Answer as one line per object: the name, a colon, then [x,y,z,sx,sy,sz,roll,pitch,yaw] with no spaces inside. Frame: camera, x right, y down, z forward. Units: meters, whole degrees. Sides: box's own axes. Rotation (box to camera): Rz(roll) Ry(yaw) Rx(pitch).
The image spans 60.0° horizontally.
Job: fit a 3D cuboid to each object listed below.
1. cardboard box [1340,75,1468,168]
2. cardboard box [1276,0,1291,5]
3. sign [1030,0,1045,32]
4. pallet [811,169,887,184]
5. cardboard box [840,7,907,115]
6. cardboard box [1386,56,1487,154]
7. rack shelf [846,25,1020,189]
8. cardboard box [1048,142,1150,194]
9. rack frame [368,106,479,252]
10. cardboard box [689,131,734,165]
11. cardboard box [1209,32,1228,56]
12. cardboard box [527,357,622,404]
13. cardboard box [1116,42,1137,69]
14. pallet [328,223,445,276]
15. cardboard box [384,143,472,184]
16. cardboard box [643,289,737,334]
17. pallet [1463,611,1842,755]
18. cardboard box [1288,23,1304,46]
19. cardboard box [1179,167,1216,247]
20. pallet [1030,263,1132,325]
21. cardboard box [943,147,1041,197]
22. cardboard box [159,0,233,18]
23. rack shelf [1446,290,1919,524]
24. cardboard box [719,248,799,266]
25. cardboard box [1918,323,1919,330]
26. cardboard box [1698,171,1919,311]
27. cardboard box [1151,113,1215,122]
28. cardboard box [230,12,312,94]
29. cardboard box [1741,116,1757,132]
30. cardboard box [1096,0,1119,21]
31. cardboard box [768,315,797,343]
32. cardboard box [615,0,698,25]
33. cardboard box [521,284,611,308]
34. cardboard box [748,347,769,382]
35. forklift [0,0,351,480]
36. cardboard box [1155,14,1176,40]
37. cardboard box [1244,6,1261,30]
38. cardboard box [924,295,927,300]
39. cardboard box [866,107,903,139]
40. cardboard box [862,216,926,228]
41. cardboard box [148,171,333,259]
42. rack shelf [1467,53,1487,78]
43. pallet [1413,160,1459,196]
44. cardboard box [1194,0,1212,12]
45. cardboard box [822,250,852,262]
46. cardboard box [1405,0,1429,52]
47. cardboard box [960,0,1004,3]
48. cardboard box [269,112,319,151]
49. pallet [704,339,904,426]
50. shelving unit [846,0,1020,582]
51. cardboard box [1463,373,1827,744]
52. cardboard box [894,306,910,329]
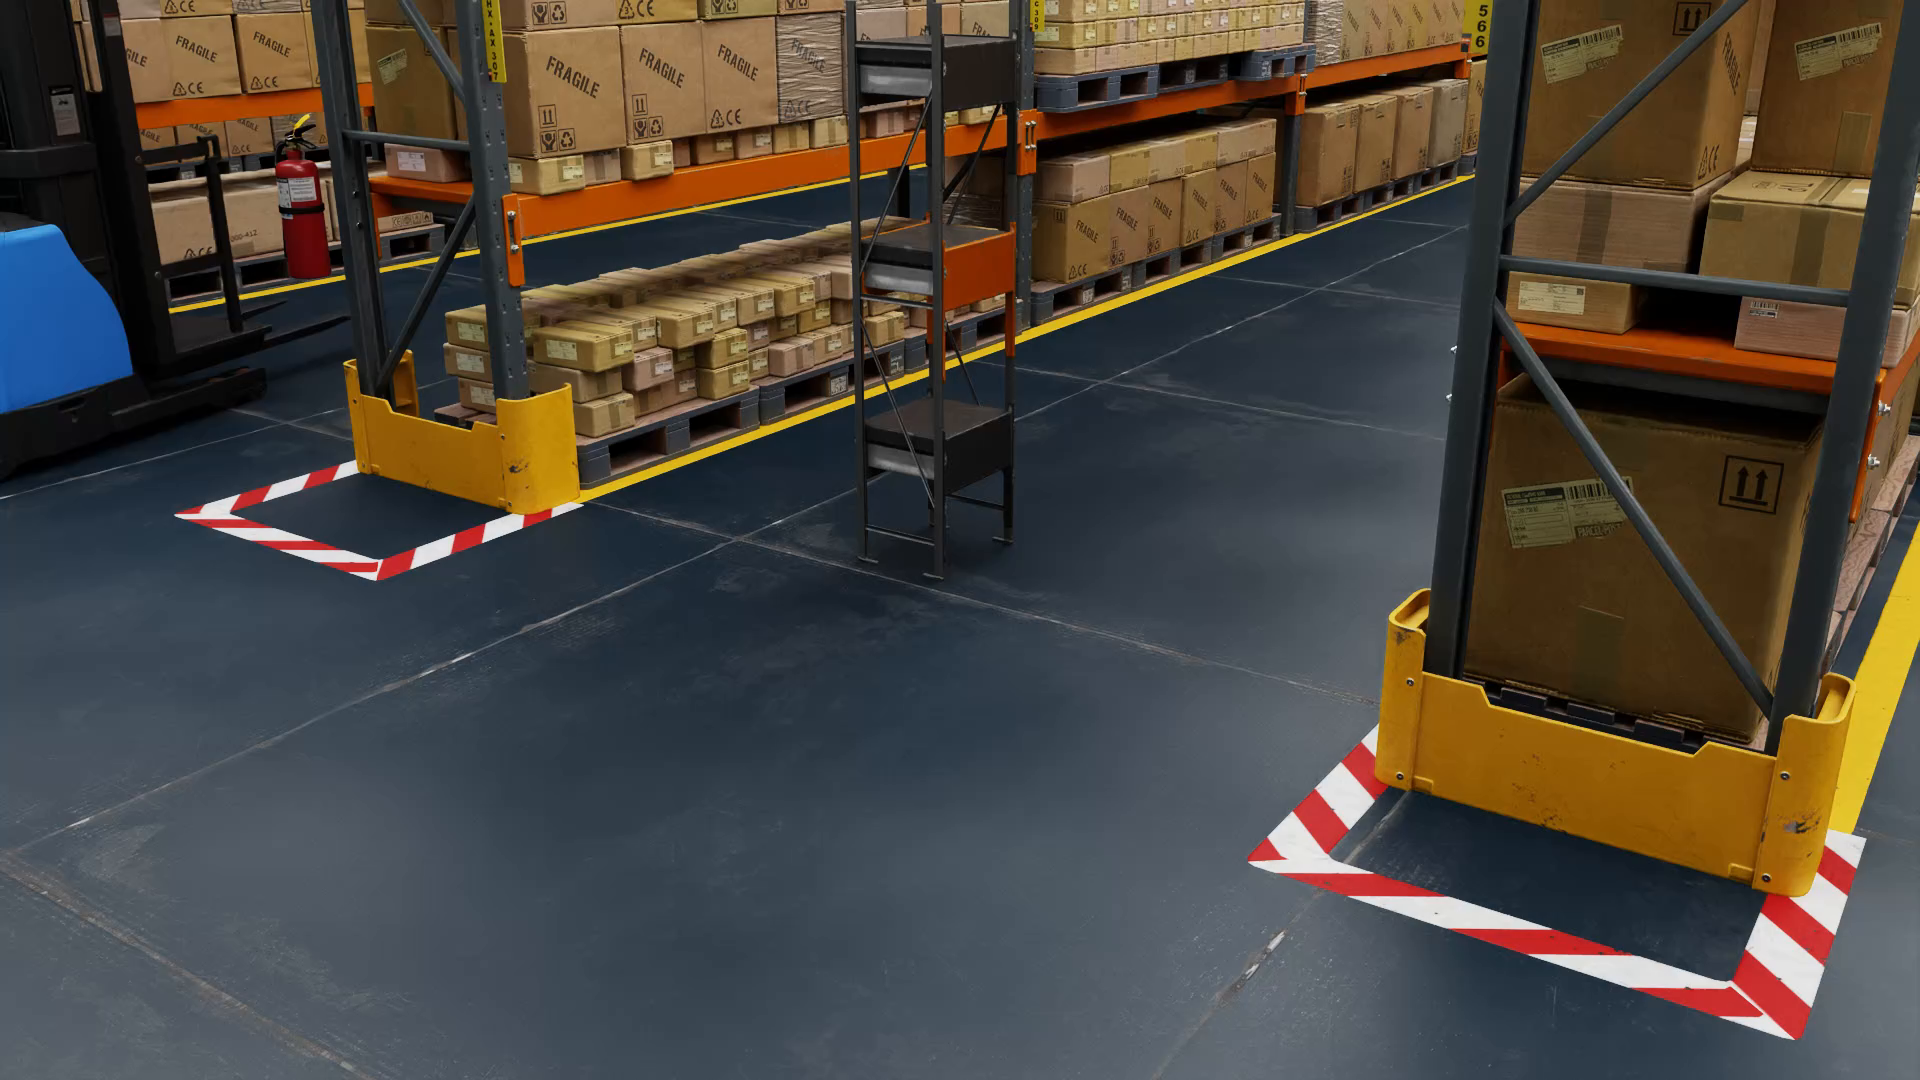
cardboard box: [4.212,-4.033,15.983,1.050,0.750,0.750,13,24,32]
cardboard box: [2.198,-3.996,12.144,0.380,0.149,0.250,13,24,31]
sign: [0.442,-3.094,9.559,0.100,0.325,0.005,13,24,32]
pallet: [-1.473,-3.792,16.712,1.003,0.211,1.213,13,24,32]
cardboard box: [-0.623,-2.493,8.609,0.500,0.500,0.500,13,24,32]
cardboard box: [4.898,-4.455,16.941,0.875,0.875,0.875,14,24,33]
rack shelf: [-0.093,-1.581,6.034,0.431,0.518,0.480,13,24,32]
cardboard box: [0.920,-2.482,11.068,0.500,0.250,0.500,14,25,33]
rack frame: [-4.162,-3.728,12.520,1.000,3.000,0.127,13,24,32]
cardboard box: [-1.297,-1.877,7.879,0.380,0.149,0.250,13,24,31]
cardboard box: [1.615,-3.421,11.445,0.380,0.149,0.250,14,25,33]
cardboard box: [-1.753,-0.744,7.528,0.380,0.149,0.250,14,25,34]
cardboard box: [0.886,-3.046,10.433,0.380,0.149,0.250,13,24,32]
pallet: [-4.654,-2.218,12.456,1.003,0.211,1.213,13,24,32]
cardboard box: [-2.310,-1.675,7.332,0.380,0.149,0.250,13,24,32]
cardboard box: [-1.310,-1.104,8.073,0.380,0.149,0.250,12,23,29]
pallet: [2.171,0.415,5.338,1.003,0.211,1.213,13,24,32]
cardboard box: [2.340,-3.788,12.438,0.380,0.149,0.250,14,24,33]
cardboard box: [1.505,-2.421,11.985,0.500,0.500,0.500,12,23,29]
pallet: [0.426,-1.708,11.078,1.003,0.211,1.213,13,24,32]
cardboard box: [0.199,-2.431,10.931,0.500,0.250,0.500,13,24,30]
cardboard box: [-5.058,-3.621,10.644,0.500,0.500,0.500,13,24,32]
rack shelf: [2.910,-0.884,5.869,1.077,0.370,4.000,13,24,32]
cardboard box: [-1.104,-1.492,9.122,0.380,0.149,0.250,12,24,30]
cardboard box: [2.545,-0.715,4.736,0.380,0.149,0.250,13,24,31]
cardboard box: [2.279,-0.802,4.397,0.500,0.250,0.500,13,24,30]
cardboard box: [1.650,-3.165,12.915,0.500,0.250,0.500,12,23,29]
cardboard box: [-4.766,-3.296,11.209,0.500,0.500,0.500,13,24,31]
cardboard box: [2.700,-1.350,5.877,0.500,0.250,0.500,13,24,32]
cardboard box: [0.743,-3.255,10.139,0.380,0.149,0.250,14,25,33]
cardboard box: [-1.065,-1.132,8.577,0.380,0.149,0.250,15,25,35]
cardboard box: [-1.509,-2.523,7.247,0.500,0.500,0.500,14,25,33]
cardboard box: [-1.942,-1.144,8.182,0.380,0.149,0.250,13,24,31]
cardboard box: [-1.188,-0.899,8.377,0.380,0.149,0.250,13,24,32]
forklift: [-4.317,-2.093,8.198,1.130,2.935,3.031,7,21,19]
cardboard box: [1.175,-3.335,10.786,0.380,0.149,0.250,14,25,34]
cardboard box: [1.901,-3.703,11.780,0.380,0.149,0.250,13,24,32]
cardboard box: [-0.203,-1.479,9.514,0.380,0.149,0.250,12,24,30]
cardboard box: [-0.525,-2.233,8.841,0.380,0.149,0.250,12,23,30]
cardboard box: [-0.376,-1.872,10.150,0.380,0.149,0.250,14,25,34]
cardboard box: [-5.106,-2.307,11.767,0.875,0.438,0.875,12,24,30]
rack shelf: [5.610,-5.324,17.871,1.077,0.370,4.000,13,24,32]
pallet: [4.115,-3.543,16.040,1.003,0.211,1.213,13,24,32]
cardboard box: [1.466,-3.623,11.134,0.380,0.149,0.250,14,25,33]
cardboard box: [-0.527,-1.469,9.060,0.380,0.149,0.250,12,23,29]
cardboard box: [3.846,-4.642,14.847,0.500,0.500,0.500,14,24,32]
cardboard box: [-0.052,-3.260,9.239,0.500,0.500,0.500,12,24,30]
cardboard box: [-6.939,-4.259,16.954,0.500,0.500,0.500,12,24,30]
pallet: [-1.044,-0.933,8.983,1.003,0.211,1.213,13,24,32]
shelving unit: [-0.093,-0.937,6.272,0.431,2.100,0.503,13,24,32]
cardboard box: [2.079,-0.048,5.027,0.875,0.875,0.875,13,24,32]
cardboard box: [-0.509,-1.274,9.390,0.380,0.149,0.250,13,24,31]
